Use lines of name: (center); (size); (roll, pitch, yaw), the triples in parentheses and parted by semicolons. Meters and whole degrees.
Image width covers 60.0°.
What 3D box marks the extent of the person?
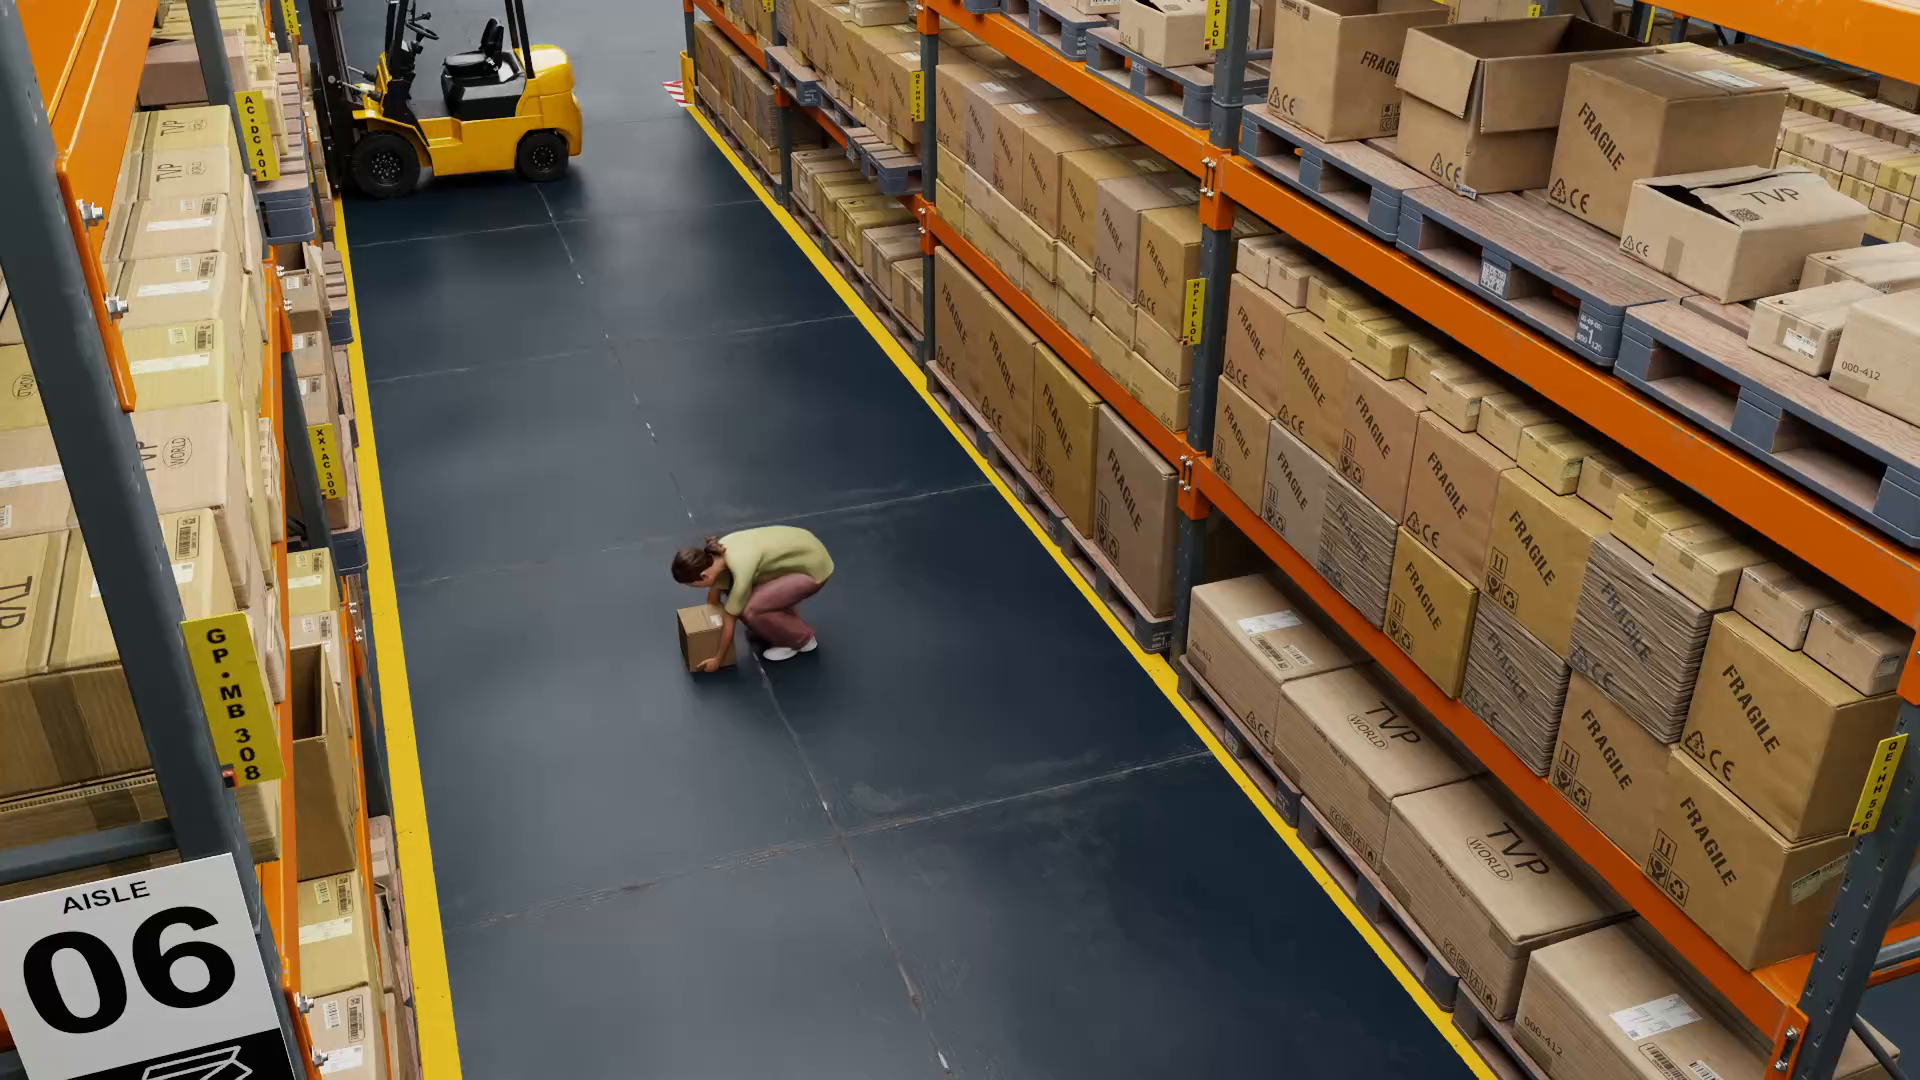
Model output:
person: (-1.090, 0.270, 8.821); (0.858, 0.767, 0.452); (-11, 32, -19)
